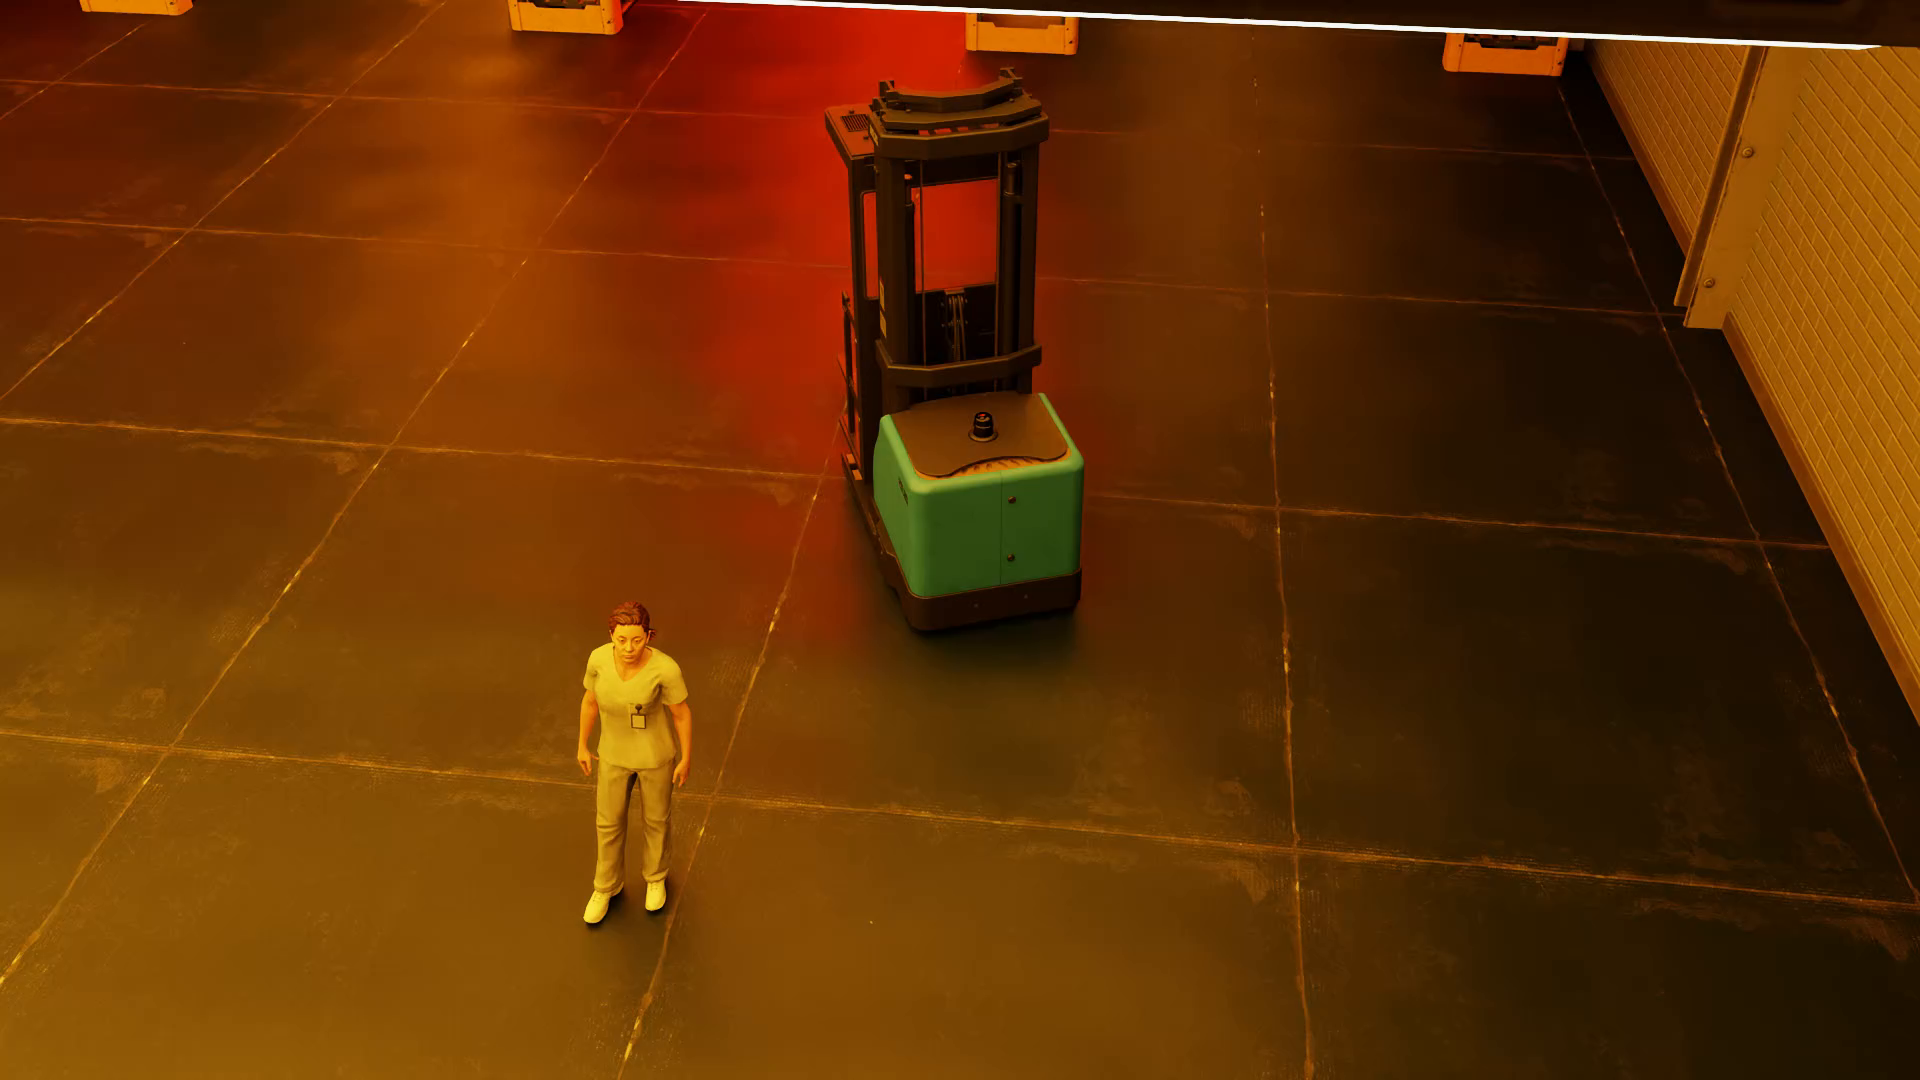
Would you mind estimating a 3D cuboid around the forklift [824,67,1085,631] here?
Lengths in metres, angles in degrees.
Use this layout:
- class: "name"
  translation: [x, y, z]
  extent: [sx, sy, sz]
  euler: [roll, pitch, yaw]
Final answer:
- class: "forklift"
  translation: [-0.159, -1.528, 10.103]
  extent: [1.130, 2.935, 3.031]
  euler: [-9, 37, -12]

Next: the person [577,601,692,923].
- class: "person"
  translation: [-1.513, 1.035, 7.672]
  extent: [0.549, 1.674, 0.549]
  euler: [4, 37, 5]
